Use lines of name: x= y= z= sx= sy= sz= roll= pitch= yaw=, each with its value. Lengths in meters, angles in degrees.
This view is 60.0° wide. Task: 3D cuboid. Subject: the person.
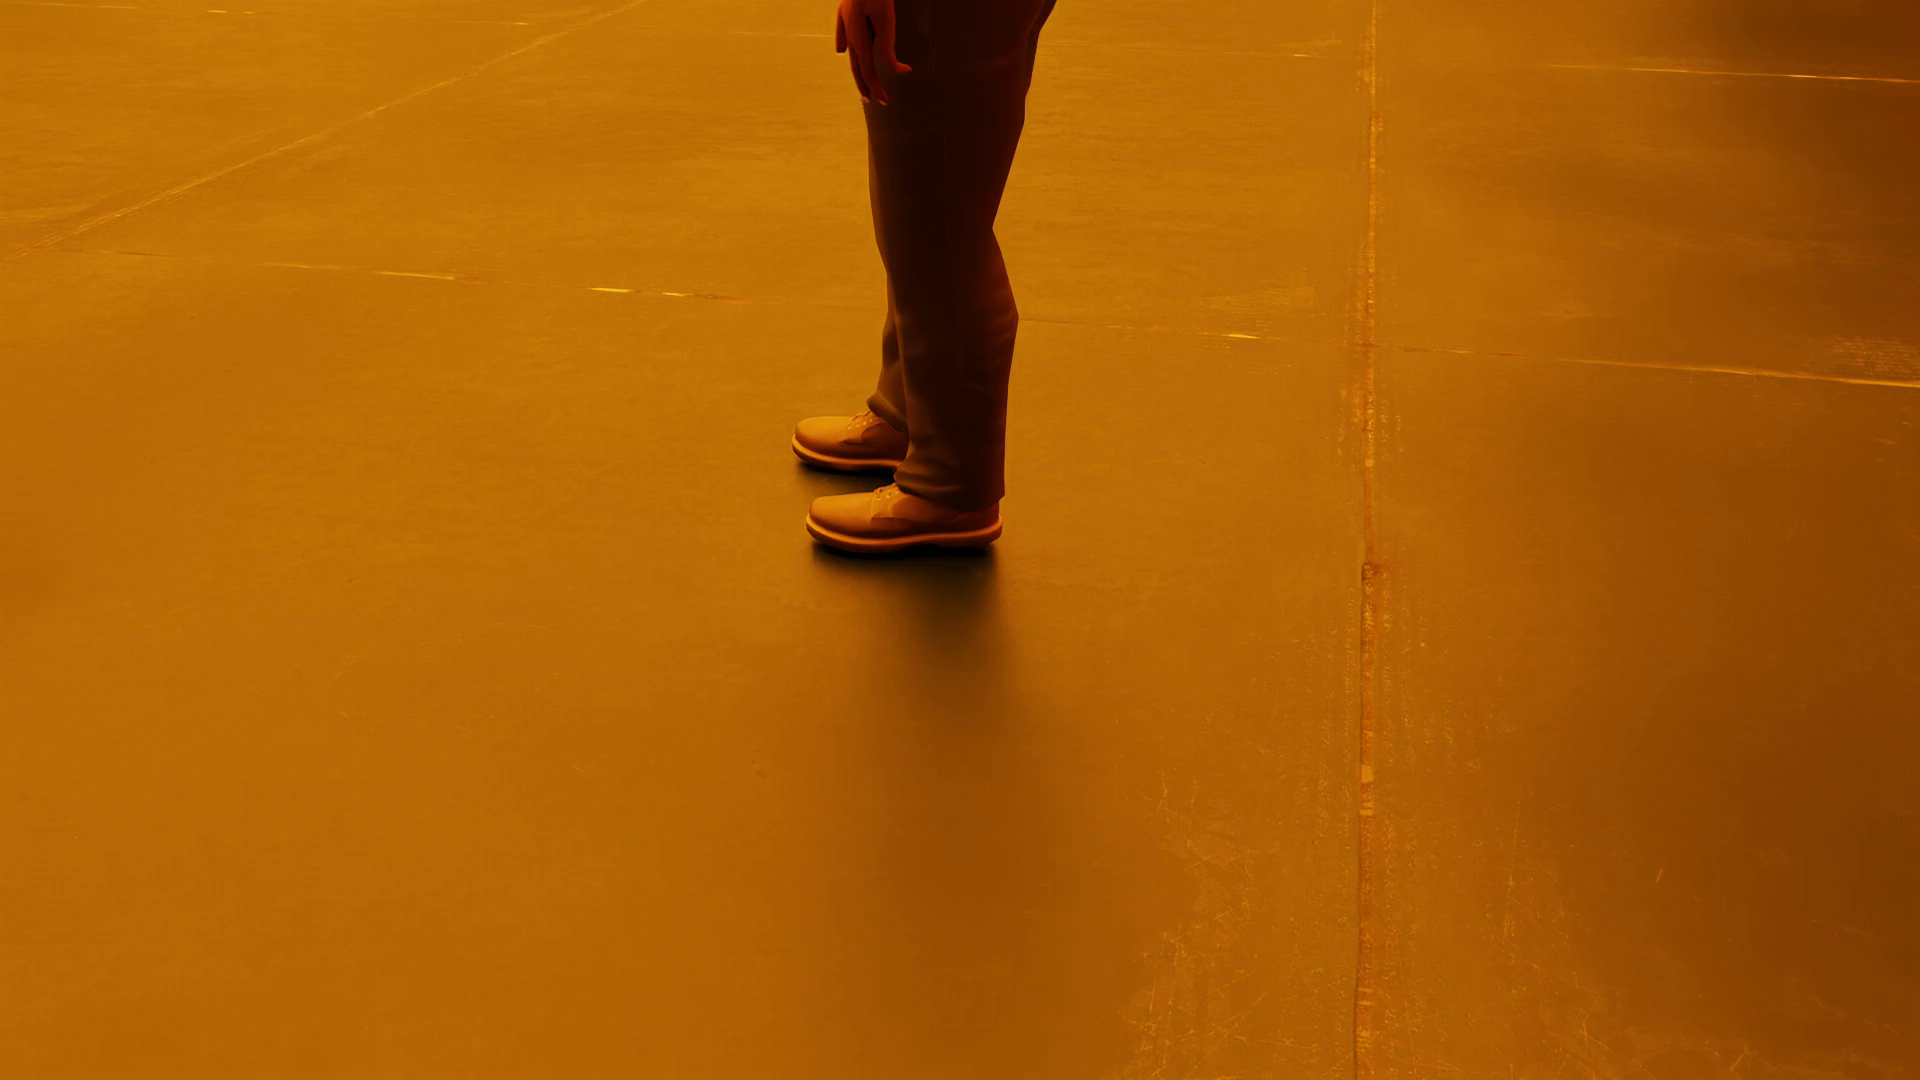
person: x=-0.081 y=-0.763 z=2.159 sx=0.503 sy=1.656 sz=0.569 roll=6 pitch=27 yaw=11
